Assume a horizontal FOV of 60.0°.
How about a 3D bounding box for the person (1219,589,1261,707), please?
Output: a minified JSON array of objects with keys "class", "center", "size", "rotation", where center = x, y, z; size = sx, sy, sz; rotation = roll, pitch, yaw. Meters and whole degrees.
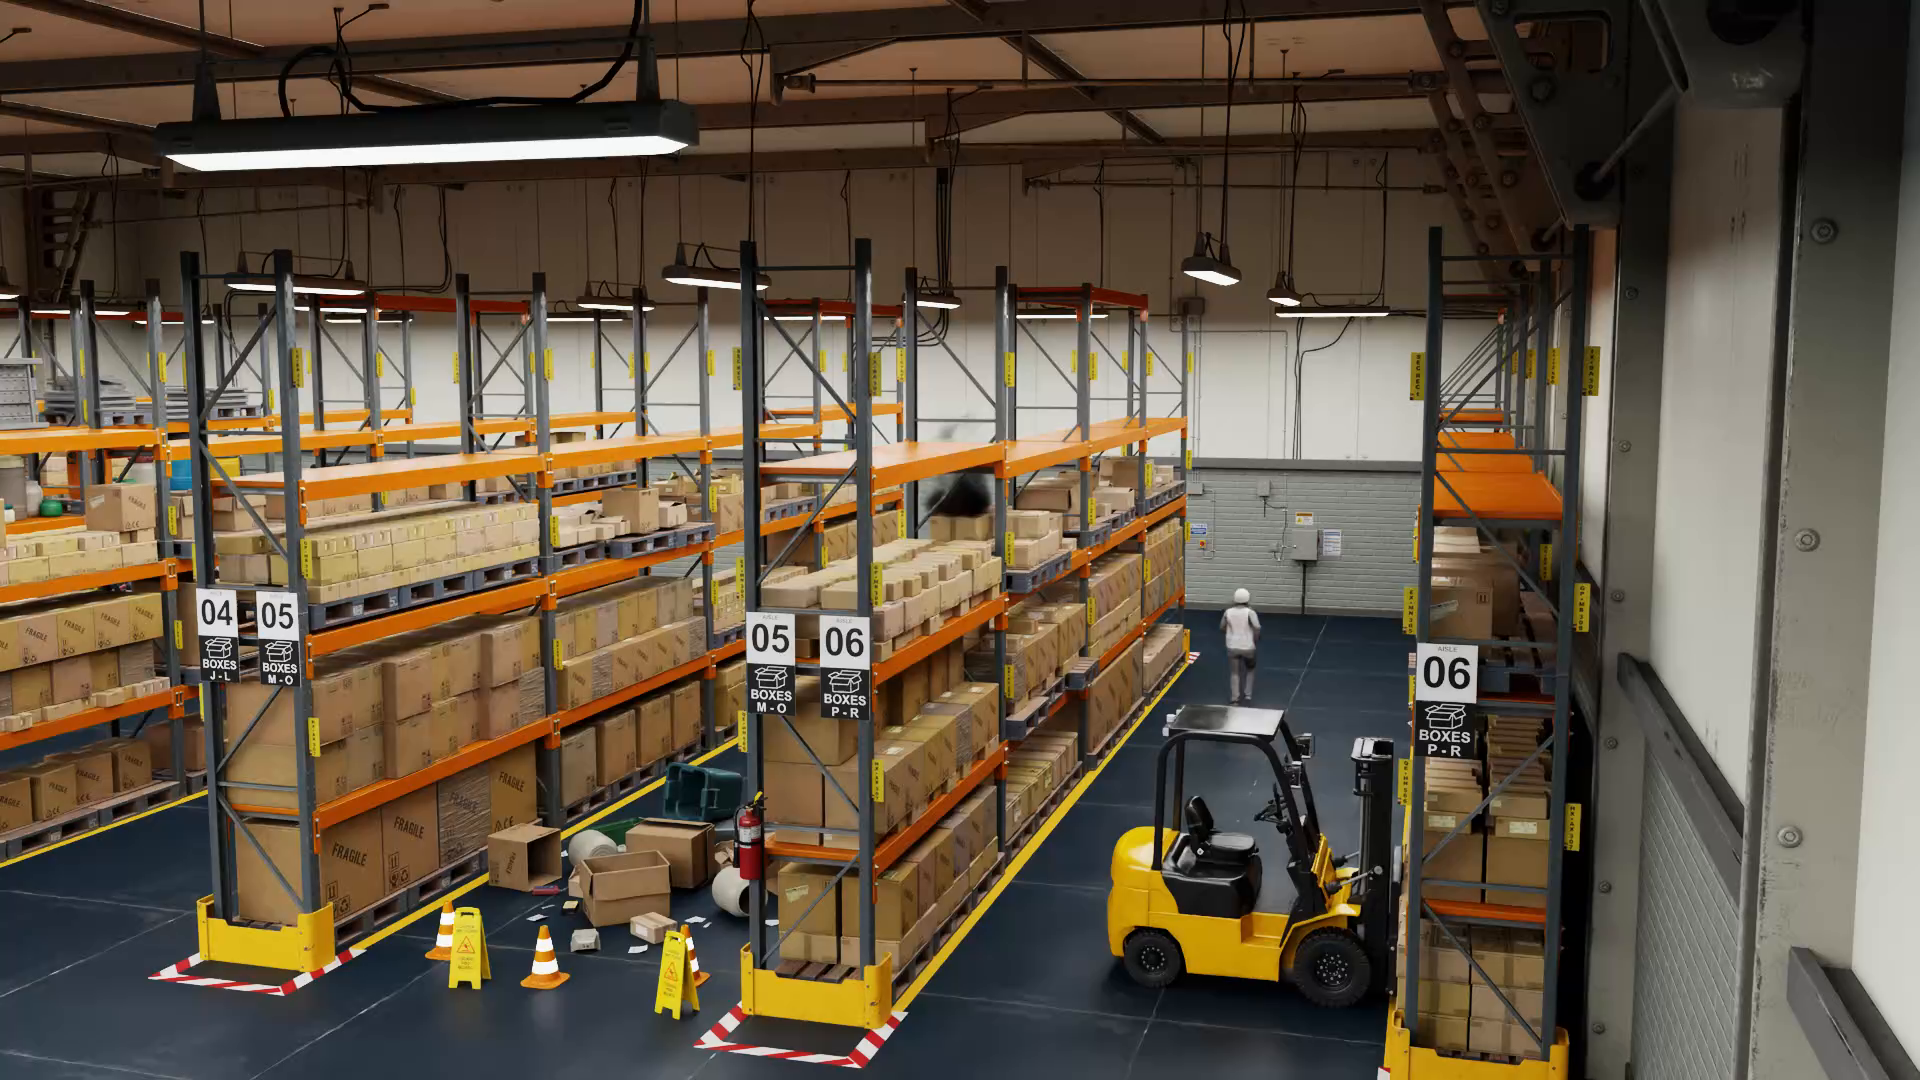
[{"class":"person","center":[4.050,1.613,24.099],"size":[0.635,1.820,0.795],"rotation":[2,7,16]}]
